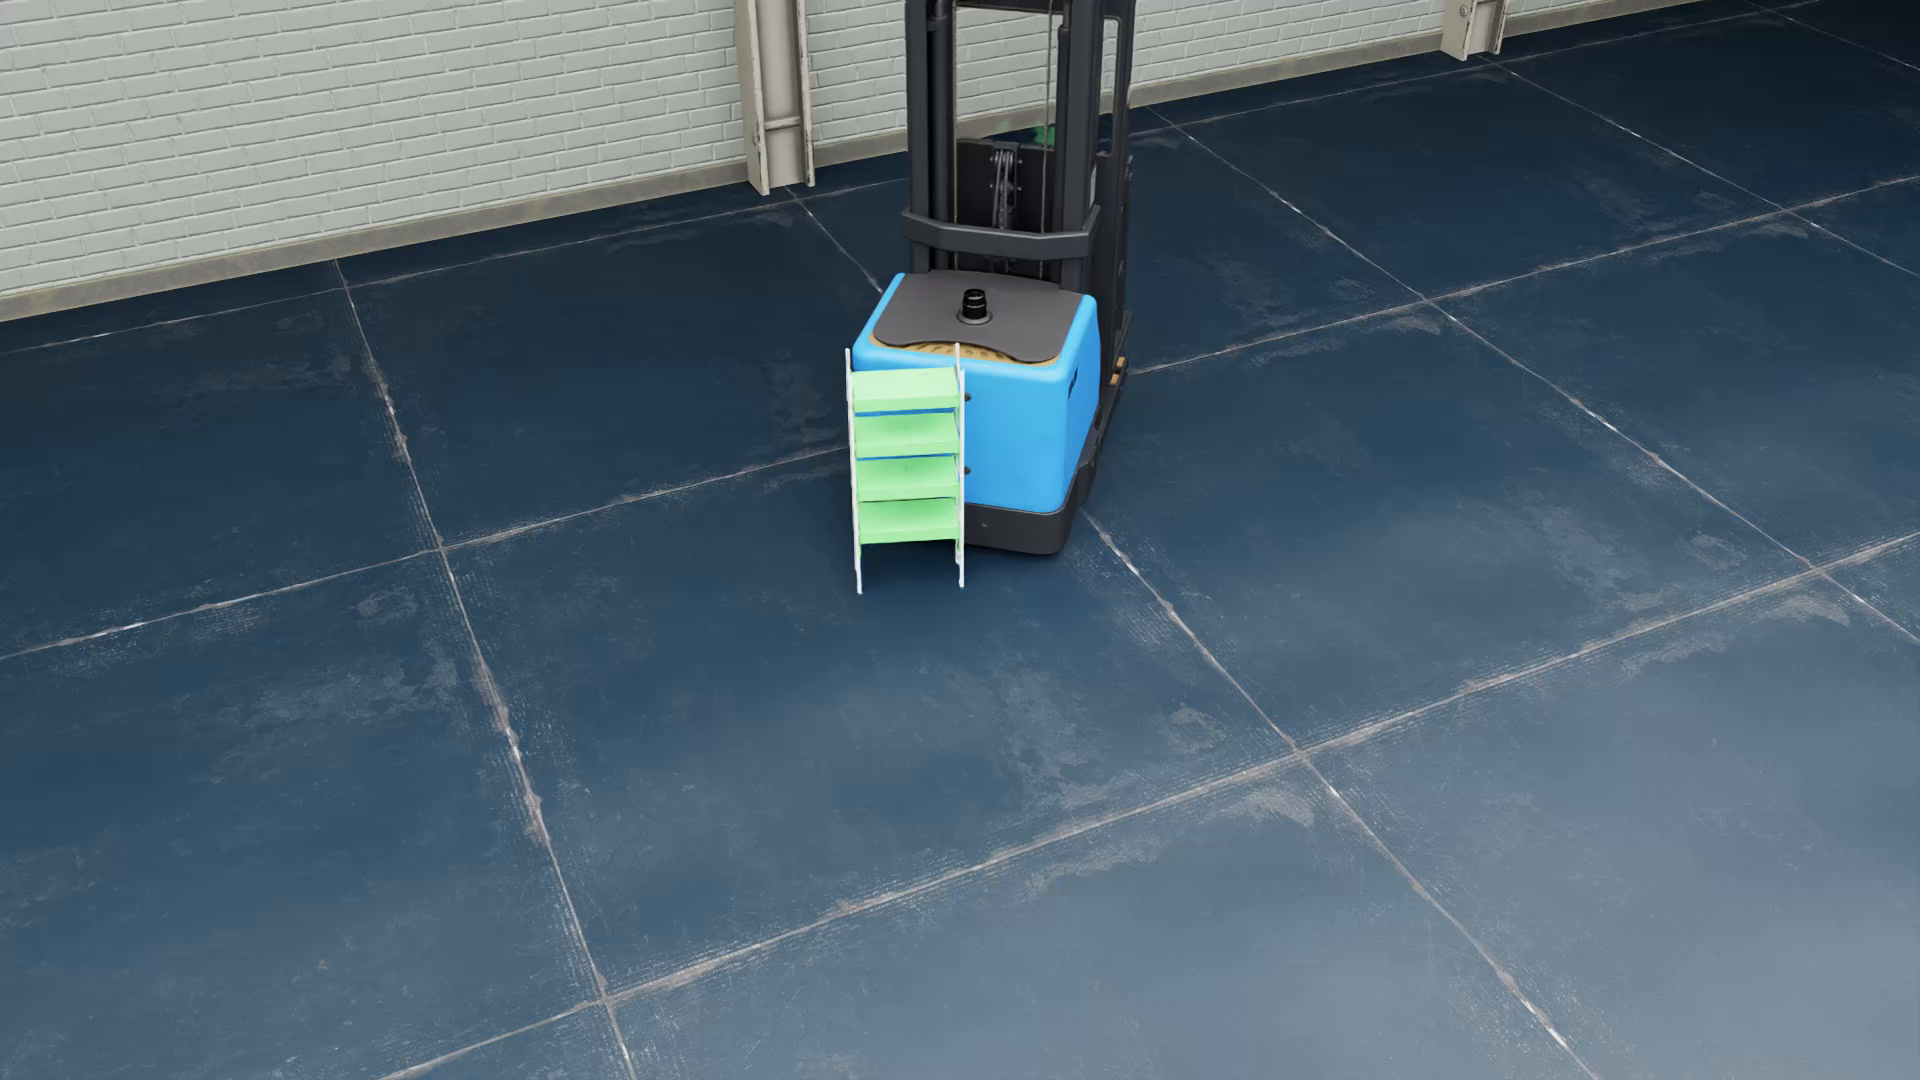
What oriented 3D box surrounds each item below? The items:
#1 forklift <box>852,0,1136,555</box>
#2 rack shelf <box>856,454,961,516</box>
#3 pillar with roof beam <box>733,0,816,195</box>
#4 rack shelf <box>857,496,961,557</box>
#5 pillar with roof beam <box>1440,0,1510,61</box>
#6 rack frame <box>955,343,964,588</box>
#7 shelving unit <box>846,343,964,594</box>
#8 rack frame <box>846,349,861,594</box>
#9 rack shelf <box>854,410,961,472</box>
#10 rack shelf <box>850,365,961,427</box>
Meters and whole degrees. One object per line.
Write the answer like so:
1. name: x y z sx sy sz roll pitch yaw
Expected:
1. forklift: 0.337 -1.985 8.466 1.130 2.935 3.031 8 37 11
2. rack shelf: -0.245 -0.258 7.698 0.480 0.148 0.258 -3 37 -4
3. pillar with roof beam: 0.580 -3.796 5.815 0.400 9.000 9.100 -16 39 -20
4. rack shelf: -0.245 -0.065 7.841 0.480 0.148 0.258 -3 37 -4
5. pillar with roof beam: 6.012 -5.315 7.862 0.400 9.000 9.100 -16 39 -20
6. rack frame: -0.002 -0.324 7.679 0.015 1.200 0.240 -3 37 -4
7. shelving unit: -0.245 -0.310 7.660 0.503 1.200 0.258 -3 37 -4
8. rack frame: -0.488 -0.295 7.641 0.015 1.200 0.240 -3 37 -4
9. rack shelf: -0.245 -0.451 7.555 0.480 0.148 0.258 -3 37 -4
10. rack shelf: -0.245 -0.644 7.412 0.480 0.148 0.258 -3 37 -4
